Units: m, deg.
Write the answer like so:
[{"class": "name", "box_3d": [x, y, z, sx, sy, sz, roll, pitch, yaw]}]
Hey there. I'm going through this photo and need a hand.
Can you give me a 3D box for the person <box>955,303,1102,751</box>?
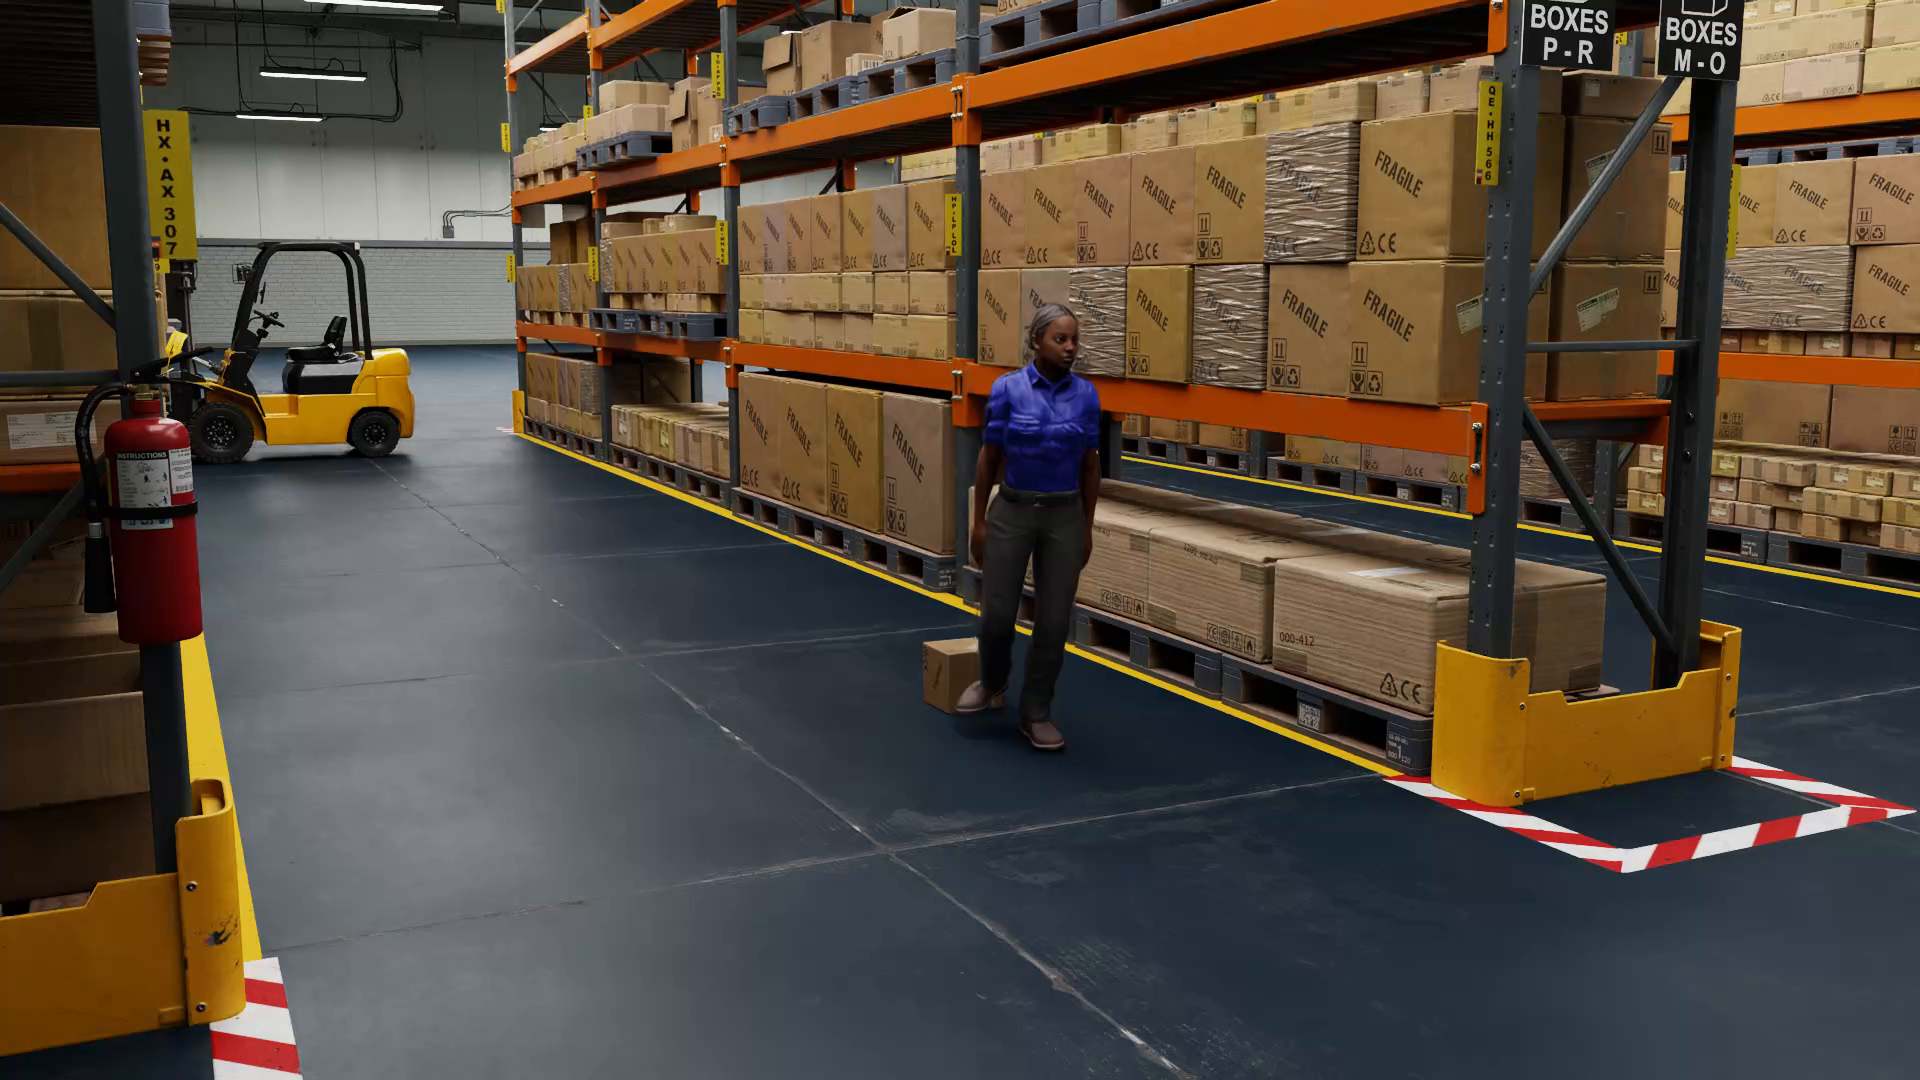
[{"class": "person", "box_3d": [0.253, -0.059, 6.246, 0.522, 1.650, 0.518, -1, 9, -10]}]
